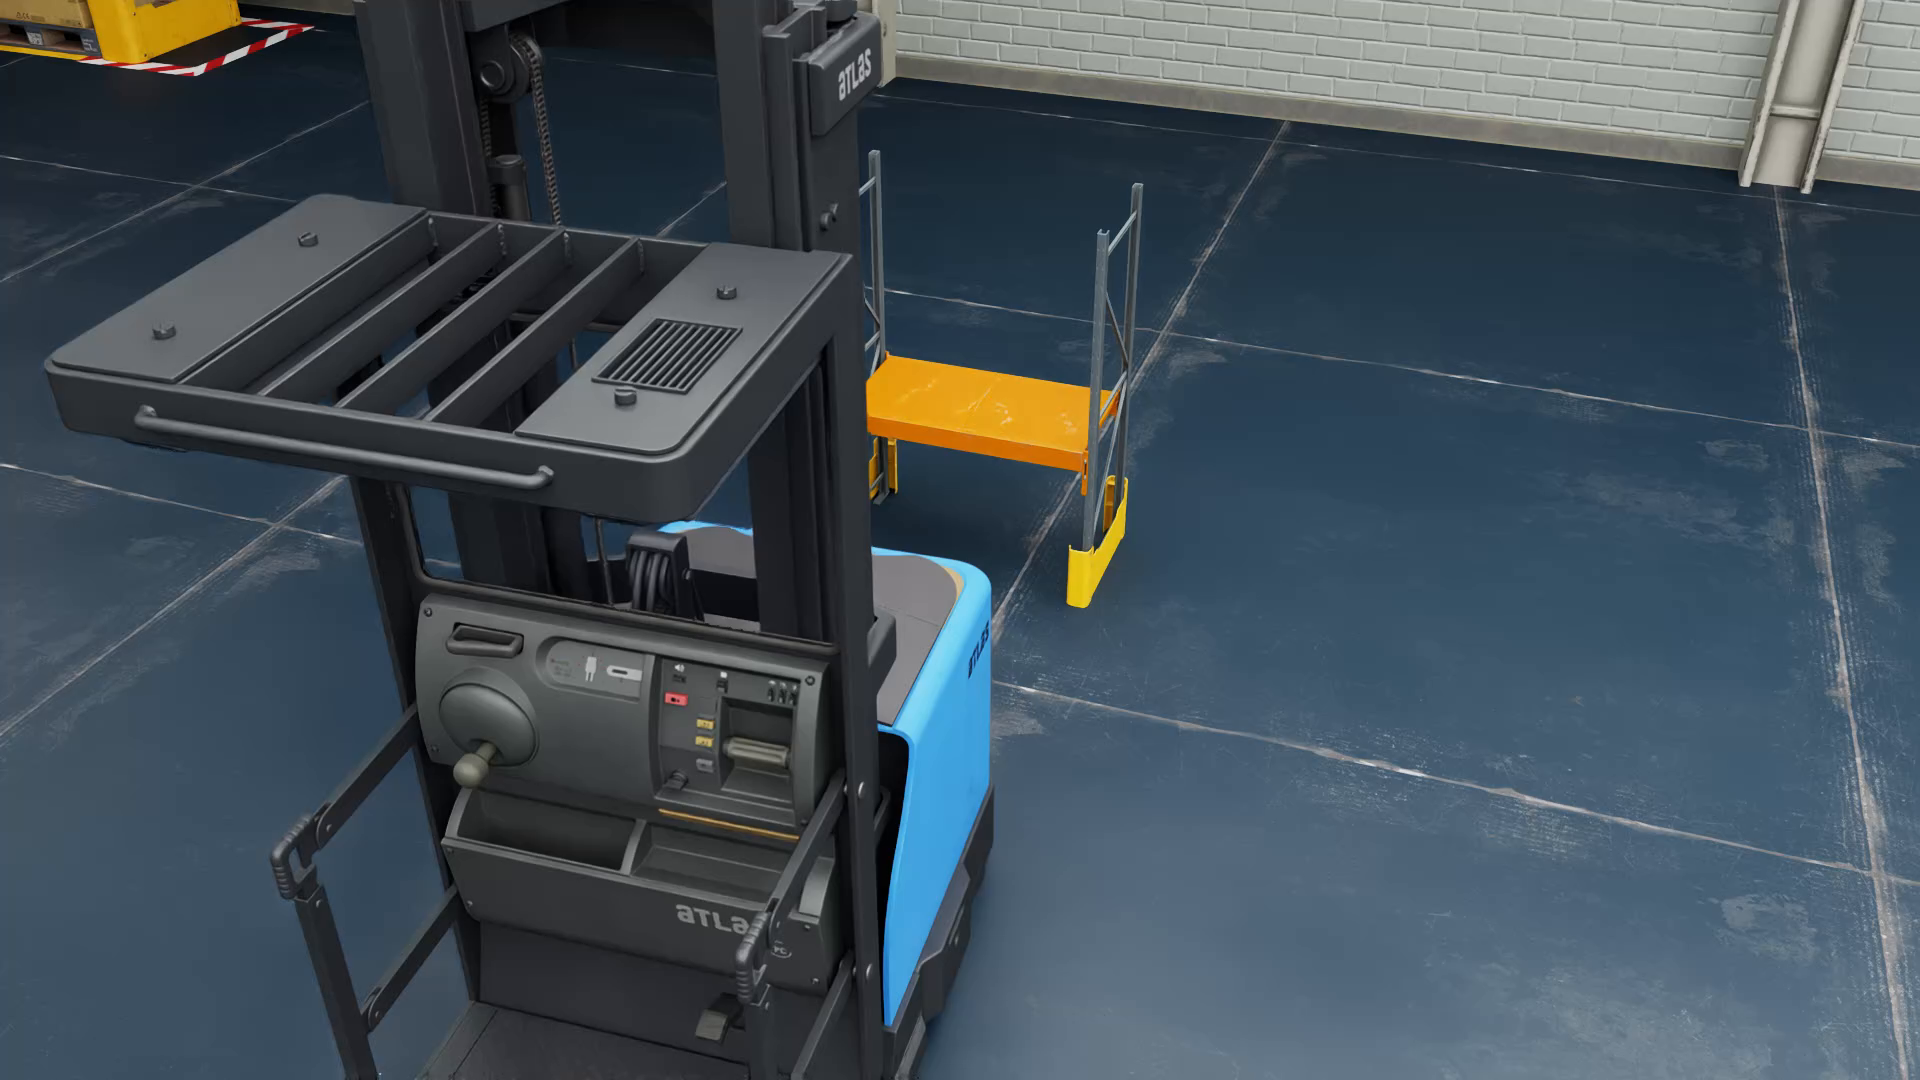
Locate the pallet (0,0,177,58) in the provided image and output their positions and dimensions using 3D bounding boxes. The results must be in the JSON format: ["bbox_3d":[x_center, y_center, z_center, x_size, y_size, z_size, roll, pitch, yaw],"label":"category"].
[{"bbox_3d":[-6.717,-4.004,12.757,1.213,0.211,1.003,11,34,16],"label":"pallet"}]

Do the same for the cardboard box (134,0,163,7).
[{"bbox_3d":[-6.380,-4.268,12.743,0.500,0.250,0.500,11,34,17],"label":"cardboard box"}]

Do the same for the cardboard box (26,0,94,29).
[{"bbox_3d":[-6.532,-4.003,12.333,0.500,0.250,0.500,11,35,17],"label":"cardboard box"}]

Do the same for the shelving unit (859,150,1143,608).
[{"bbox_3d":[0.072,-0.616,6.322,1.083,1.500,0.587,11,34,16],"label":"shelving unit"}]

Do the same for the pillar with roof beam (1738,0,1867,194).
[{"bbox_3d":[3.509,-3.771,4.295,0.400,9.000,9.100,11,34,16],"label":"pillar with roof beam"}]

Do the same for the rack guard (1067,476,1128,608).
[{"bbox_3d":[0.541,0.000,6.519,0.087,0.250,0.587,11,34,16],"label":"rack guard"}]

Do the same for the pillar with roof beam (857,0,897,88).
[{"bbox_3d":[-2.139,-4.869,5.995,0.400,9.000,9.100,11,34,16],"label":"pillar with roof beam"}]

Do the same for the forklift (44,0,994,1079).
[{"bbox_3d":[-0.793,0.435,3.375,1.130,2.935,3.031,9,34,13],"label":"forklift"}]

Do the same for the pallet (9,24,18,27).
[{"bbox_3d":[-7.862,-4.229,13.105,1.213,0.211,1.003,11,34,16],"label":"pallet"}]

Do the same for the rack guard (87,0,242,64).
[{"bbox_3d":[-5.961,-4.003,12.489,0.348,0.500,1.175,11,34,16],"label":"rack guard"}]

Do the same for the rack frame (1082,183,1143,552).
[{"bbox_3d":[0.559,-0.521,6.175,0.032,1.500,0.500,11,34,16],"label":"rack frame"}]

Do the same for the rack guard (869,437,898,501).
[{"bbox_3d":[-0.397,-0.182,6.802,0.087,0.250,0.587,11,34,16],"label":"rack guard"}]

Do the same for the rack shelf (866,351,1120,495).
[{"bbox_3d":[0.080,-0.463,6.417,1.000,0.185,0.538,11,34,16],"label":"rack shelf"}]

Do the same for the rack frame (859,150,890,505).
[{"bbox_3d":[-0.398,-0.707,6.463,0.032,1.500,0.500,11,34,16],"label":"rack frame"}]

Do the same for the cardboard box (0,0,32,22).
[{"bbox_3d":[-6.997,-4.099,12.481,0.500,0.250,0.500,11,34,16],"label":"cardboard box"}]
